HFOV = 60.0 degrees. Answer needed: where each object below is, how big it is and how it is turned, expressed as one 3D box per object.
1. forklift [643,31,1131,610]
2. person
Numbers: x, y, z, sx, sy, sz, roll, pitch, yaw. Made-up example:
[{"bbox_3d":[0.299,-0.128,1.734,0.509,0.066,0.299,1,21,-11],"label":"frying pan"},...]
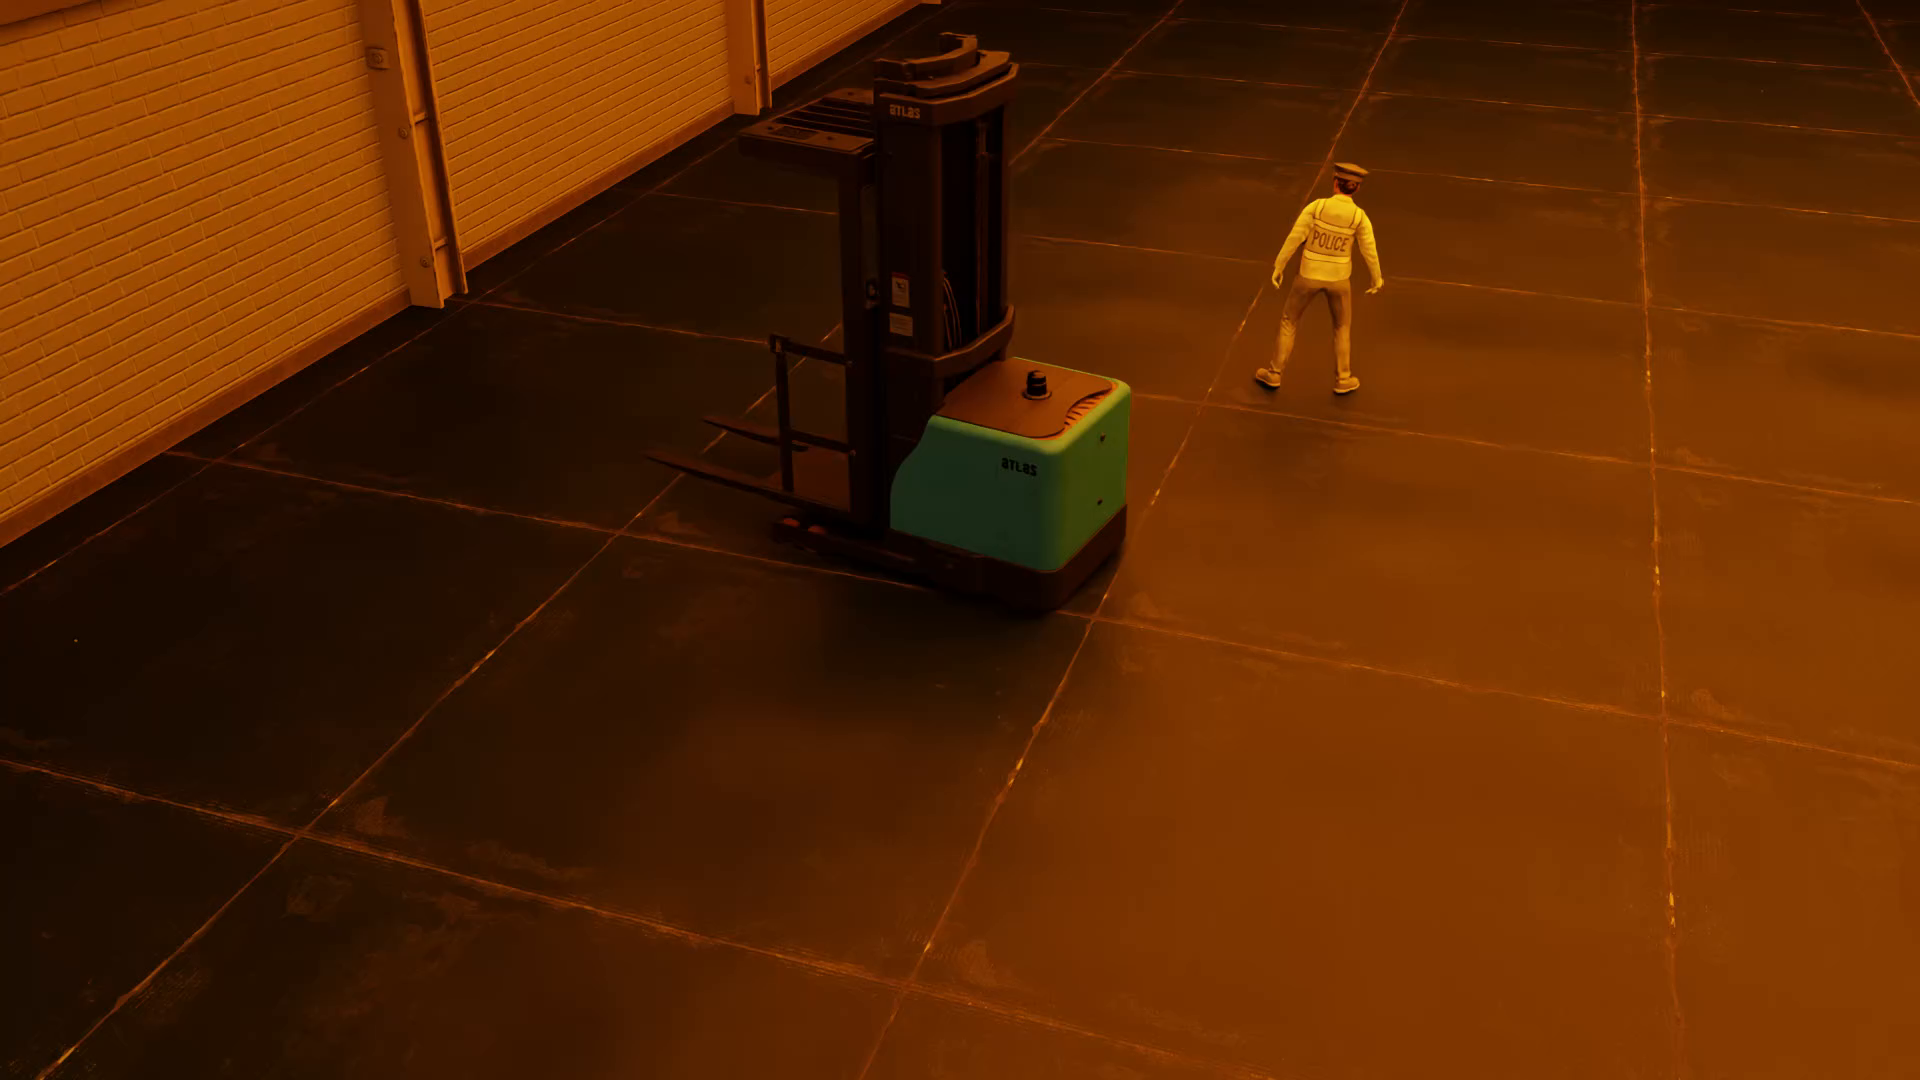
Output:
[{"bbox_3d":[-0.545,-1.401,9.595,3.031,2.935,1.130,16,33,25],"label":"forklift"},{"bbox_3d":[2.556,-1.836,11.676,0.814,1.637,0.371,6,30,10],"label":"person"}]
